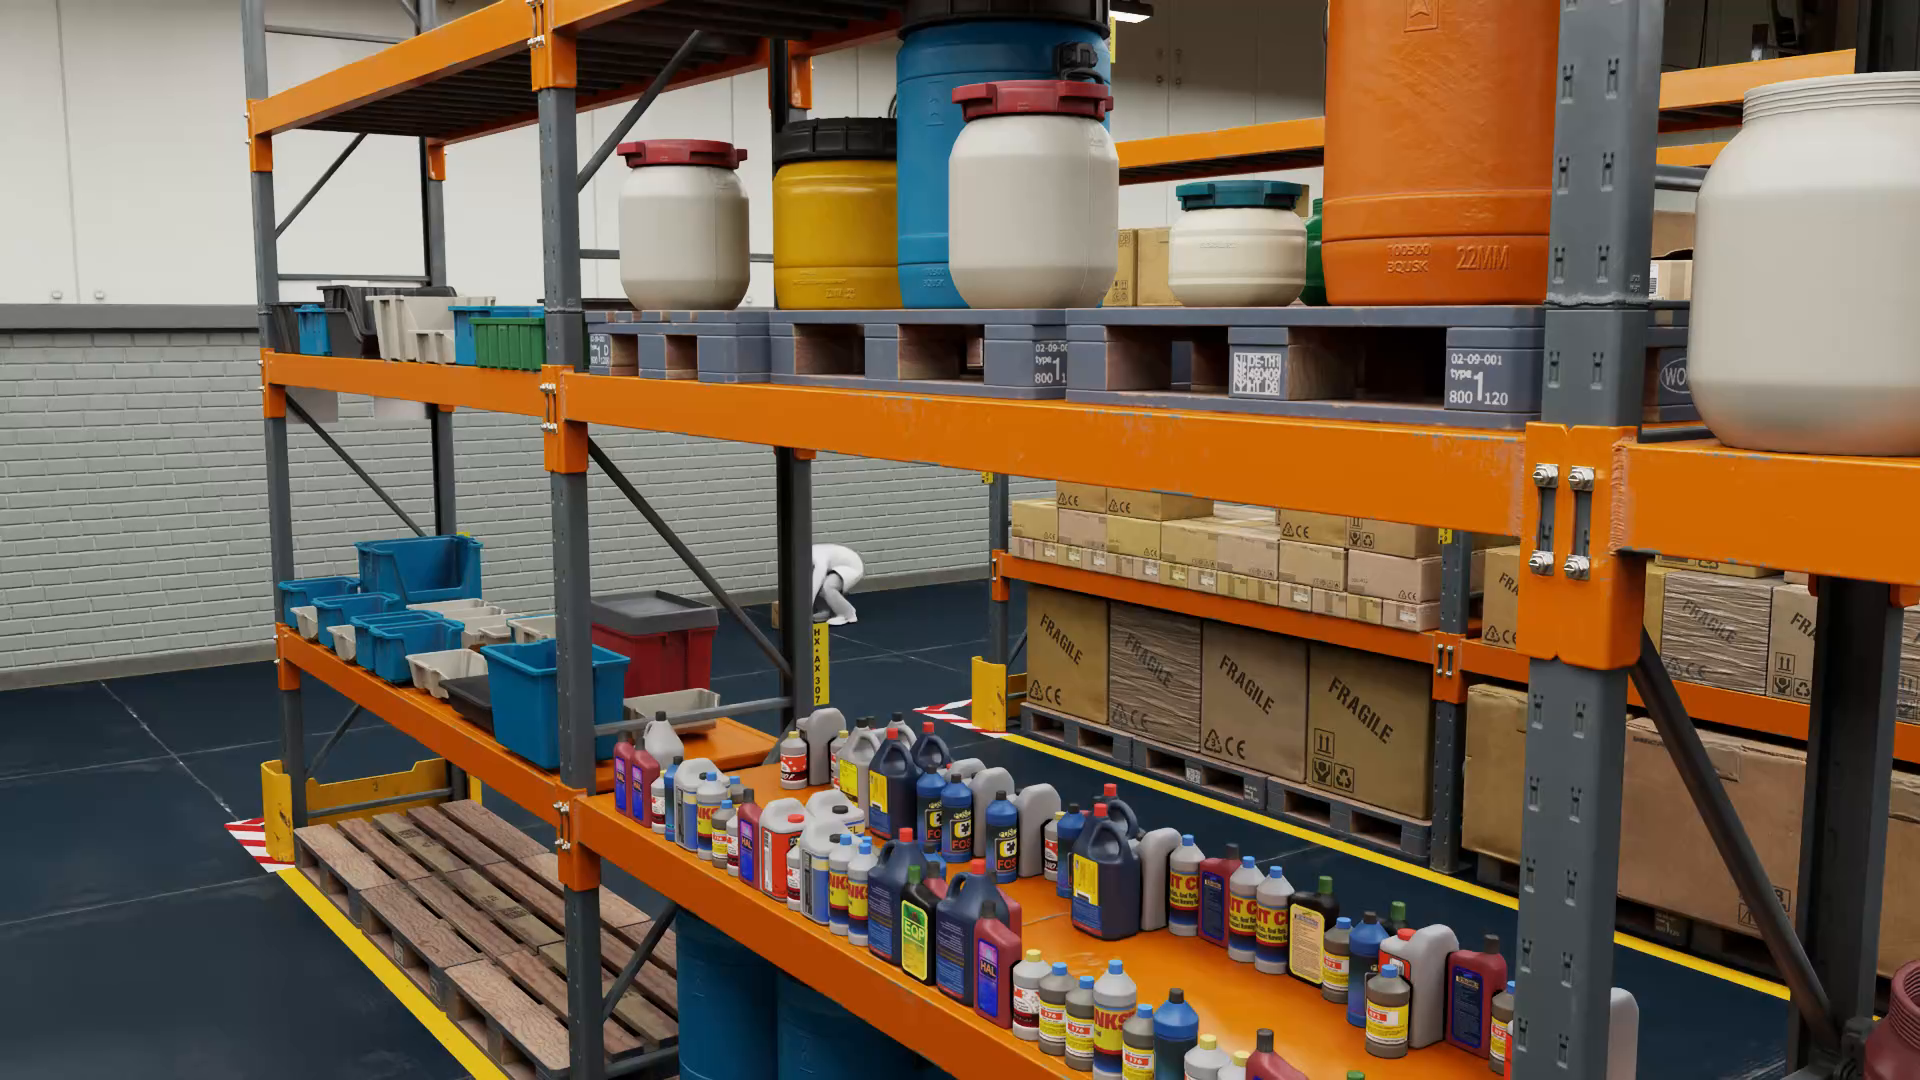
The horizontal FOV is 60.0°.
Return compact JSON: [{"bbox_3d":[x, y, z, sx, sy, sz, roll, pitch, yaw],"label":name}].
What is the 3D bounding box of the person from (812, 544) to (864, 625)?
[{"bbox_3d":[-1.373,0.445,16.321,0.942,0.811,0.577,-6,10,-37],"label":"person"}]
